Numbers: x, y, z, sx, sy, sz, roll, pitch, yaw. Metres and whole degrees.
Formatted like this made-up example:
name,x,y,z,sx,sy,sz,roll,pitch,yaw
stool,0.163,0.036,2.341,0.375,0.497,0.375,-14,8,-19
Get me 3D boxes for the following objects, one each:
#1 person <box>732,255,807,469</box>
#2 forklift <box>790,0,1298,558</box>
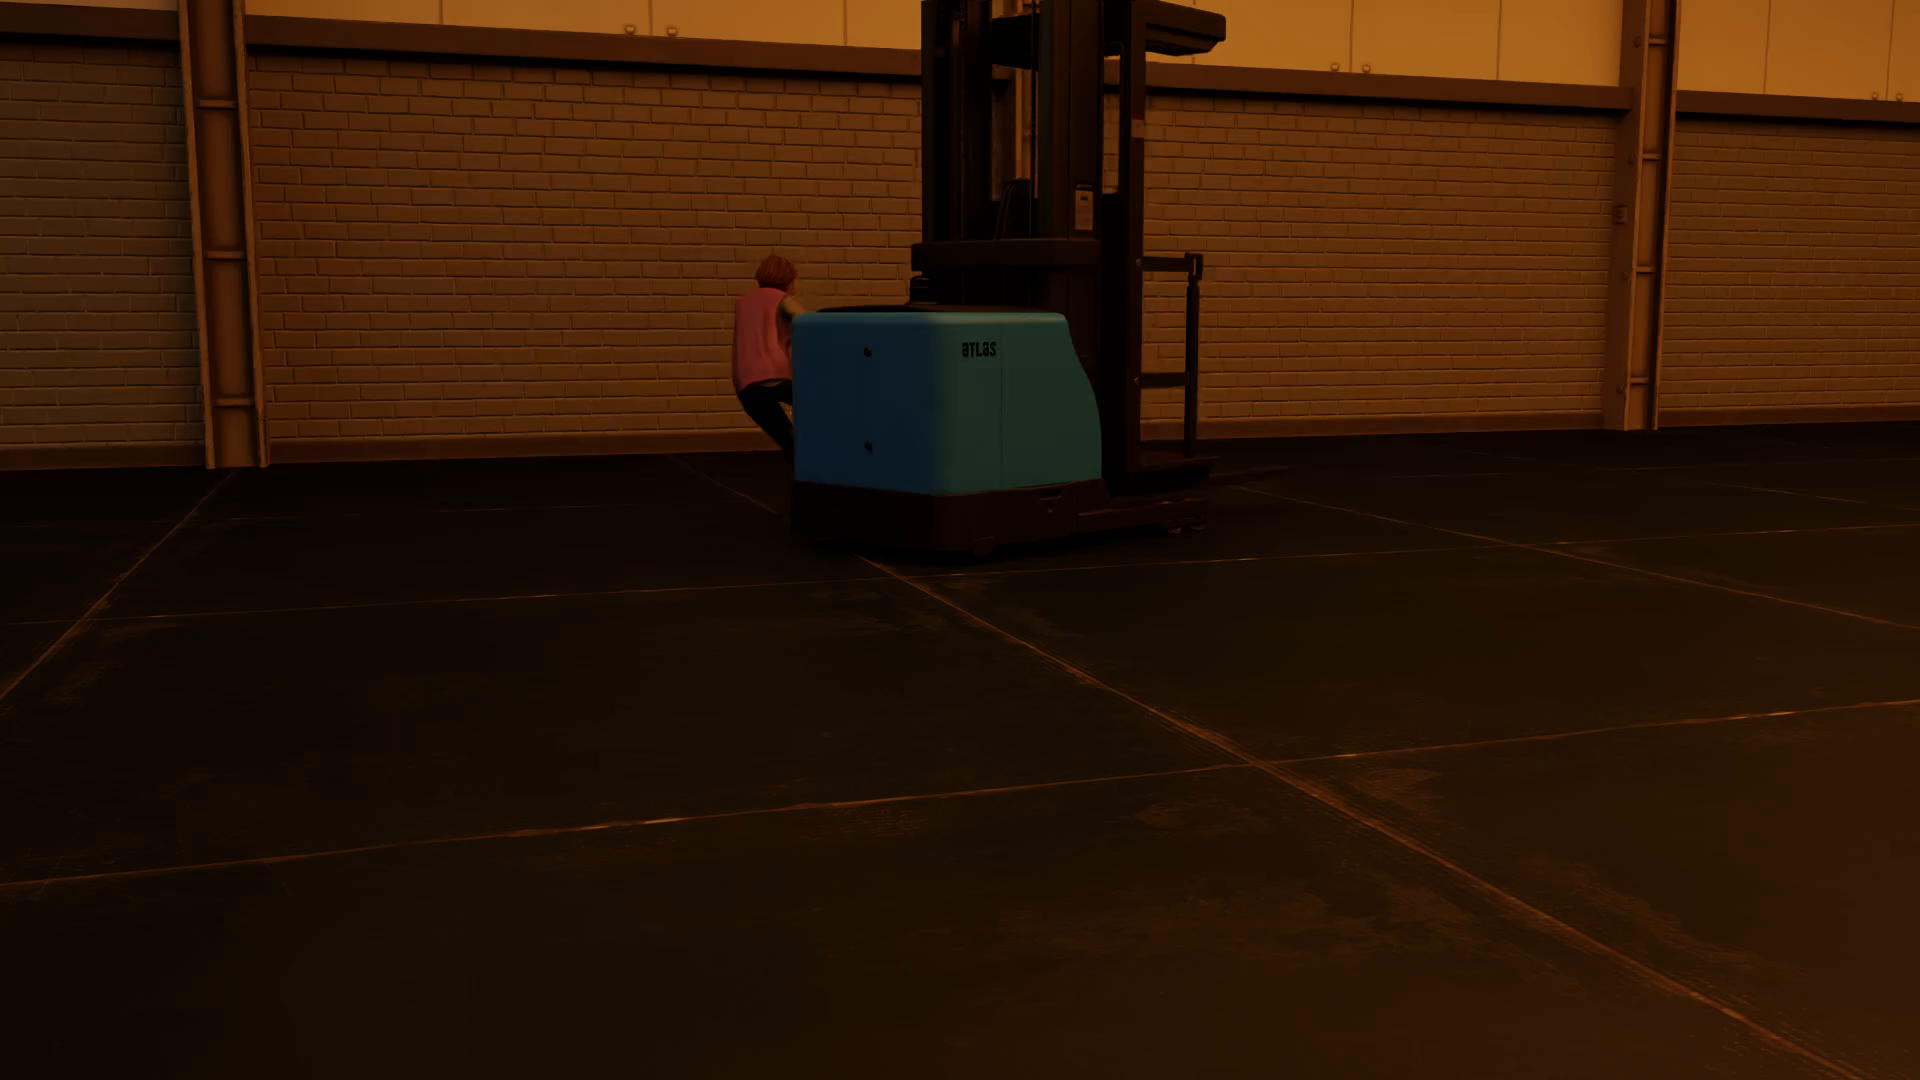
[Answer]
name,x,y,z,sx,sy,sz,roll,pitch,yaw
person,-0.862,-0.822,8.862,0.837,1.377,0.806,2,8,15
forklift,0.599,-1.521,8.233,1.130,2.935,3.031,7,11,43
